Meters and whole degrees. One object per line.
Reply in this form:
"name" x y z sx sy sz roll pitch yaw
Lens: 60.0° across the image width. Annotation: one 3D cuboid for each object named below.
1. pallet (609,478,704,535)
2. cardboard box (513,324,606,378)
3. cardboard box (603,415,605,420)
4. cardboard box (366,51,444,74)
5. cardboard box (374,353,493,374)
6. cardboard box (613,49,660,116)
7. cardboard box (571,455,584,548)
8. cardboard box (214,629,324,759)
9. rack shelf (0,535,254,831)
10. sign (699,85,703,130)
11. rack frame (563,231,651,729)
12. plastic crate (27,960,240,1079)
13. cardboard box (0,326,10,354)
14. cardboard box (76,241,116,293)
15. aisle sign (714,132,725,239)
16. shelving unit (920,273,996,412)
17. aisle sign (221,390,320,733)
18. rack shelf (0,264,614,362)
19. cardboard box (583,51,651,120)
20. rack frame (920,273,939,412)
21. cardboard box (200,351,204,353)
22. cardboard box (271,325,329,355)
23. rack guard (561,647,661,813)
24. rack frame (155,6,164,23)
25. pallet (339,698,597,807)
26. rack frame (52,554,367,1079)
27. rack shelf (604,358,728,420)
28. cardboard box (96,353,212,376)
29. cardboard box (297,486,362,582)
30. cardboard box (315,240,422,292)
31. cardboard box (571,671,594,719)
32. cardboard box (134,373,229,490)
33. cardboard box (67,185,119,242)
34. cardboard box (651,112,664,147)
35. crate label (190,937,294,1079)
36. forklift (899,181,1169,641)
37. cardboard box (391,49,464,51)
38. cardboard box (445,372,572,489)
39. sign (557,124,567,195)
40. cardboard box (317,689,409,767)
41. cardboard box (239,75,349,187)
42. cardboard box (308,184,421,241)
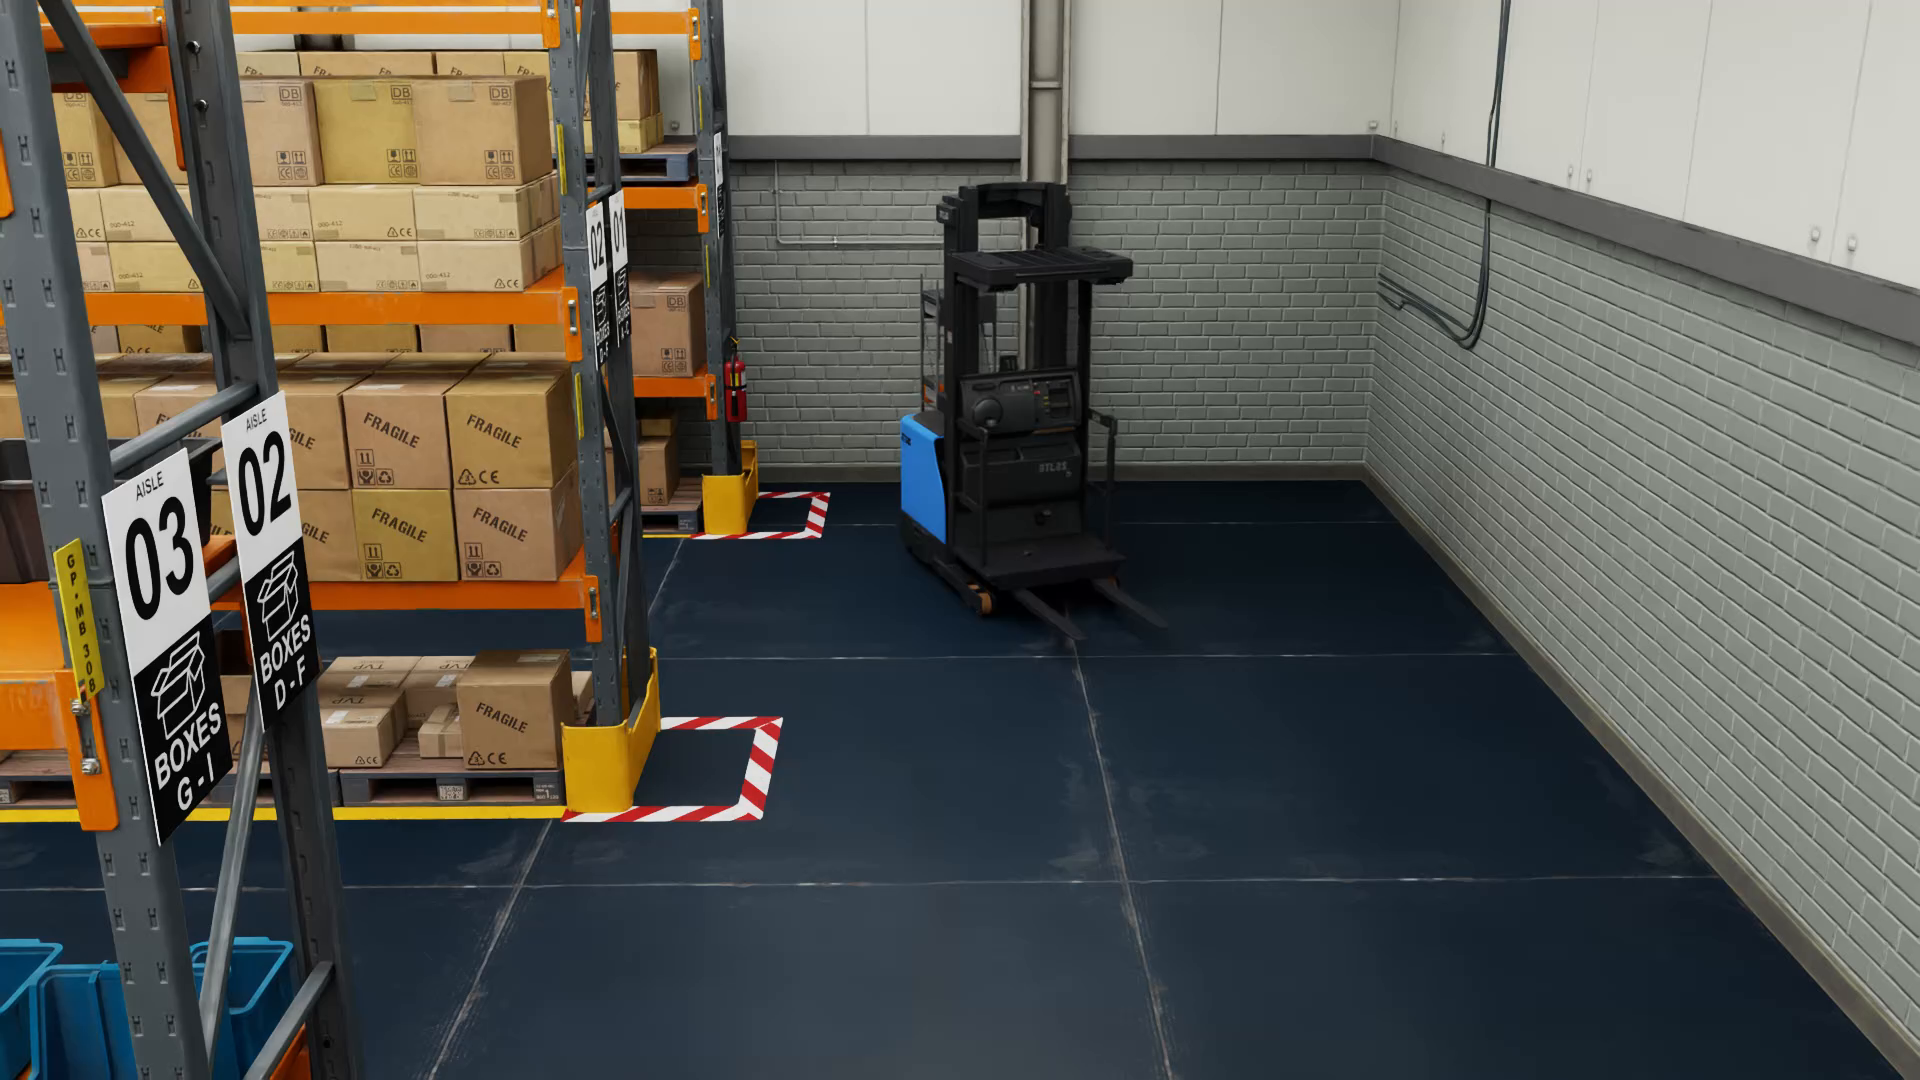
"pallet" -2.769 -0.294 14.118 1.213 0.211 1.003 0 18 -1
"cardboard box" -3.208 -1.780 13.694 0.700 0.700 0.980 0 18 -1
"cardboard box" -3.054 -0.993 14.075 0.250 0.149 0.380 0 18 -1
"cardboard box" -4.245 -3.518 12.859 0.500 0.500 0.500 0 18 -1
"cardboard box" -2.859 -0.734 9.123 0.500 0.500 0.500 0 18 0
"cardboard box" -2.704 -3.681 13.368 0.500 0.500 0.500 -1 18 -3
"cardboard box" -2.336 -0.262 9.291 0.500 0.500 0.500 0 18 0
"cardboard box" -4.010 0.851 9.349 0.637 0.503 0.797 0 18 -1
"rack shelf" -3.814 0.300 3.968 4.000 0.370 1.077 0 18 -1
"sign" -1.976 -3.296 12.680 0.005 0.325 0.100 0 18 -1
"rack frame" -1.889 -0.136 9.062 0.127 3.000 1.000 0 18 -1
"plastic crate" -2.146 1.390 4.149 0.499 0.435 0.616 0 18 -1
"cardboard box" -7.440 -1.744 13.391 0.500 0.500 0.500 0 18 -1
"cardboard box" -4.398 -1.404 8.348 0.500 0.250 0.500 0 18 -1
"aisle sign" -1.894 -2.796 13.097 0.004 0.787 0.394 0 18 -1
"shelving unit" -0.017 -1.117 13.593 0.503 2.100 0.431 -7 19 -20
"aisle sign" -1.747 0.048 4.233 0.004 0.787 0.394 0 18 -1
"rack shelf" -3.888 -1.212 8.684 4.000 0.370 1.077 0 18 -1
"cardboard box" -2.698 -3.524 12.878 0.500 0.500 0.500 0 18 -1
"rack frame" -0.244 -1.090 13.508 0.015 2.100 0.400 -7 19 -20
"cardboard box" -6.304 -1.432 13.479 0.250 0.149 0.380 0 18 0
"cardboard box" -5.427 -1.770 13.665 0.700 0.700 0.980 0 18 0
"rack guard" -1.965 1.054 9.443 0.348 0.500 1.175 0 18 -1
"rack frame" -5.970 -4.487 12.802 0.127 3.000 1.000 0 18 -1
"pallet" -2.762 1.196 9.474 1.213 0.211 1.003 0 18 -1
"rack frame" -1.814 1.376 4.346 0.127 3.000 1.000 0 18 -1
"rack shelf" -3.970 -1.297 13.858 4.000 0.370 1.077 0 18 -1
"cardboard box" -4.371 -0.728 9.106 0.500 0.500 0.500 0 18 0
"cardboard box" -3.350 -0.094 8.767 0.500 0.500 0.500 0 18 0
"cardboard box" -2.898 -1.411 8.371 0.500 0.250 0.500 0 18 -1
"cardboard box" -2.313 0.909 9.751 0.250 0.149 0.380 0 18 -1
"cardboard box" -3.866 -0.565 8.597 0.500 0.500 0.500 0 18 1
"cardboard box" -4.398 -1.640 8.267 0.500 0.250 0.500 0 18 -1
"cardboard box" -2.704 -3.325 13.486 0.500 0.250 0.500 1 18 2
"crate label" -2.066 1.328 4.672 0.303 0.233 0.416 0 18 -1
"forklift" 0.525 -1.000 11.867 1.130 2.935 3.031 -7 19 -20
"cardboard box" -4.236 -3.678 13.359 0.500 0.500 0.500 -1 18 -3
"cardboard box" -2.329 -0.574 8.626 0.500 0.500 0.500 0 18 -1
"sign" -1.900 -1.817 7.940 0.005 0.325 0.100 0 18 -1
"cardboard box" -3.379 1.037 9.186 0.500 0.250 0.500 0 18 -1
"cardboard box" -3.402 -2.069 8.376 0.500 0.500 0.700 0 18 -1
"cardboard box" -2.898 -1.648 8.292 0.500 0.250 0.500 0 18 -1
